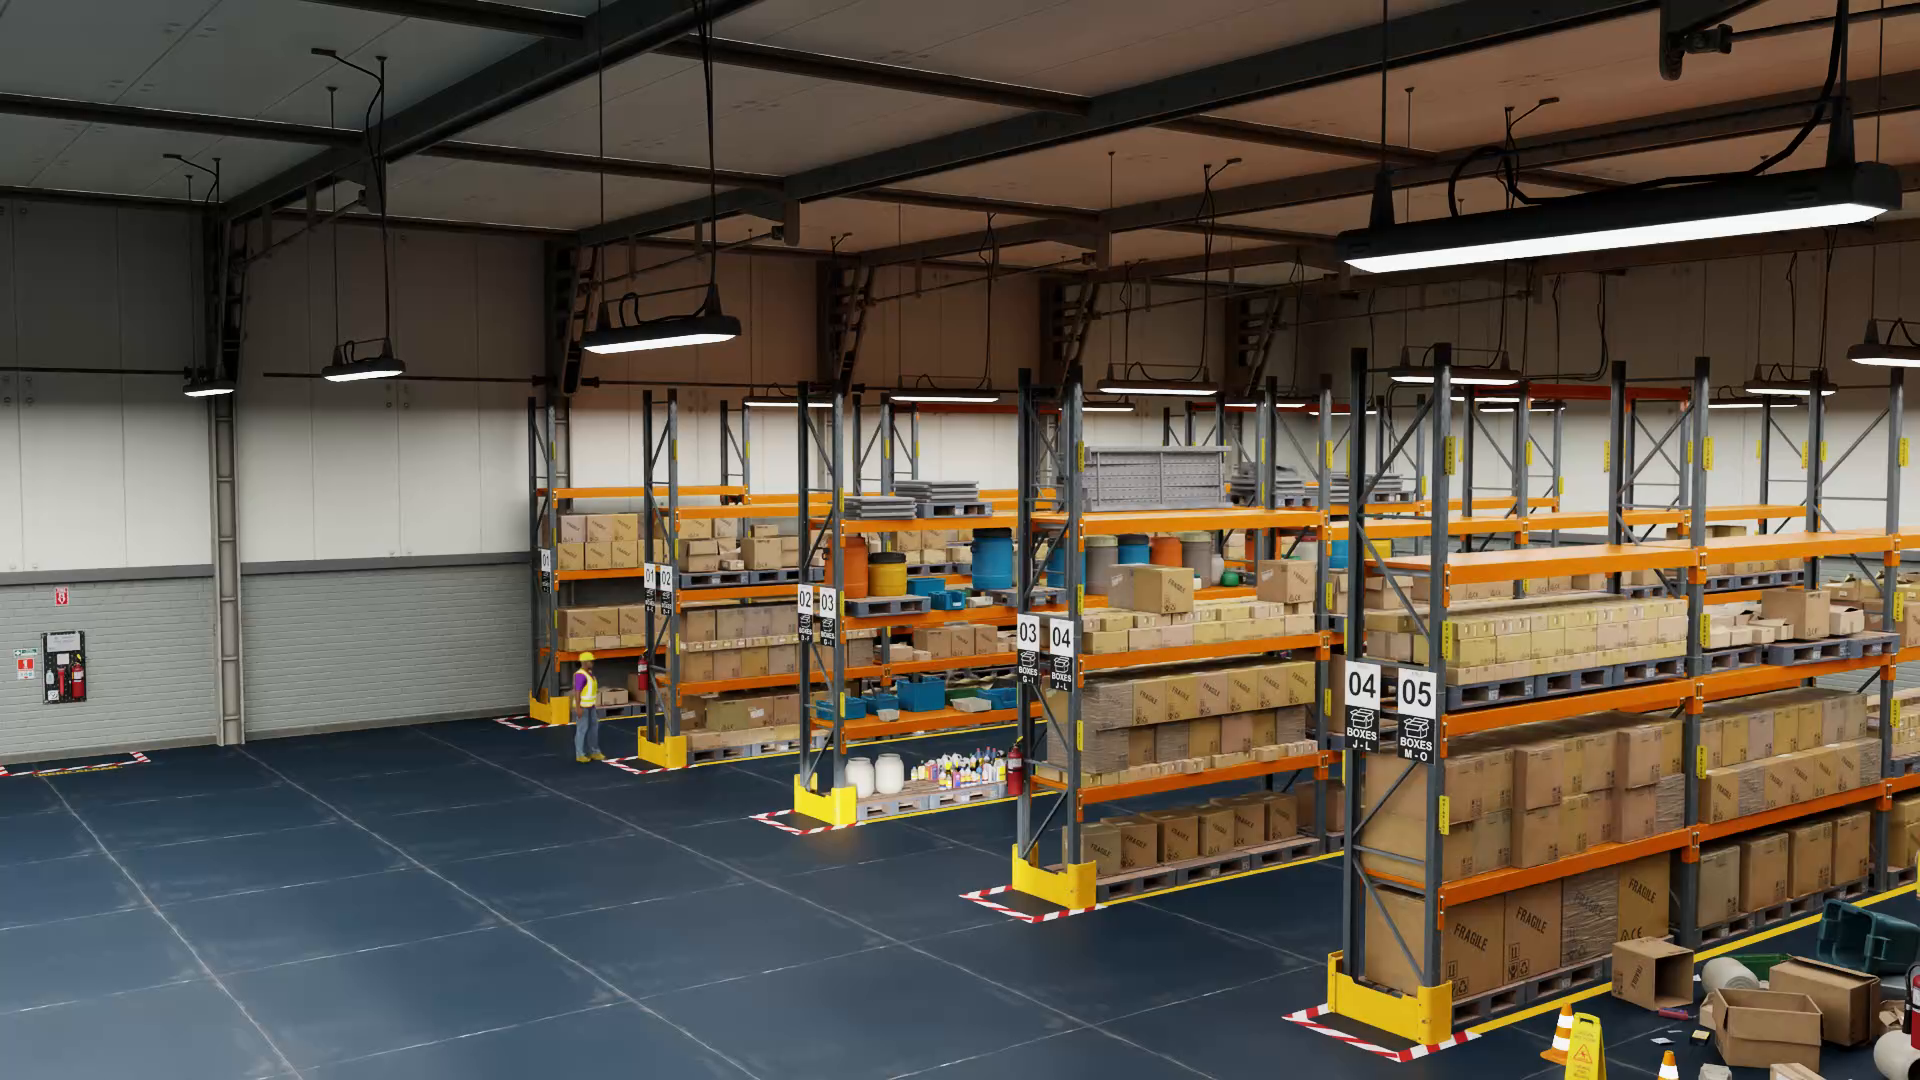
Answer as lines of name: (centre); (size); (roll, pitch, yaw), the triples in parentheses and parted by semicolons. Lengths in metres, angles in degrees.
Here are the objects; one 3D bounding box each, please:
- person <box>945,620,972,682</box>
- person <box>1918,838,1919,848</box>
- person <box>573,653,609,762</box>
person: (-0.049, 2.013, 33.898); (0.622, 1.777, 0.641); (0, 3, -4)
person: (10.582, 3.211, 17.724); (0.636, 1.783, 0.481); (1, 4, 21)
person: (-6.003, 2.709, 26.862); (0.457, 1.780, 0.679); (1, 3, 12)
